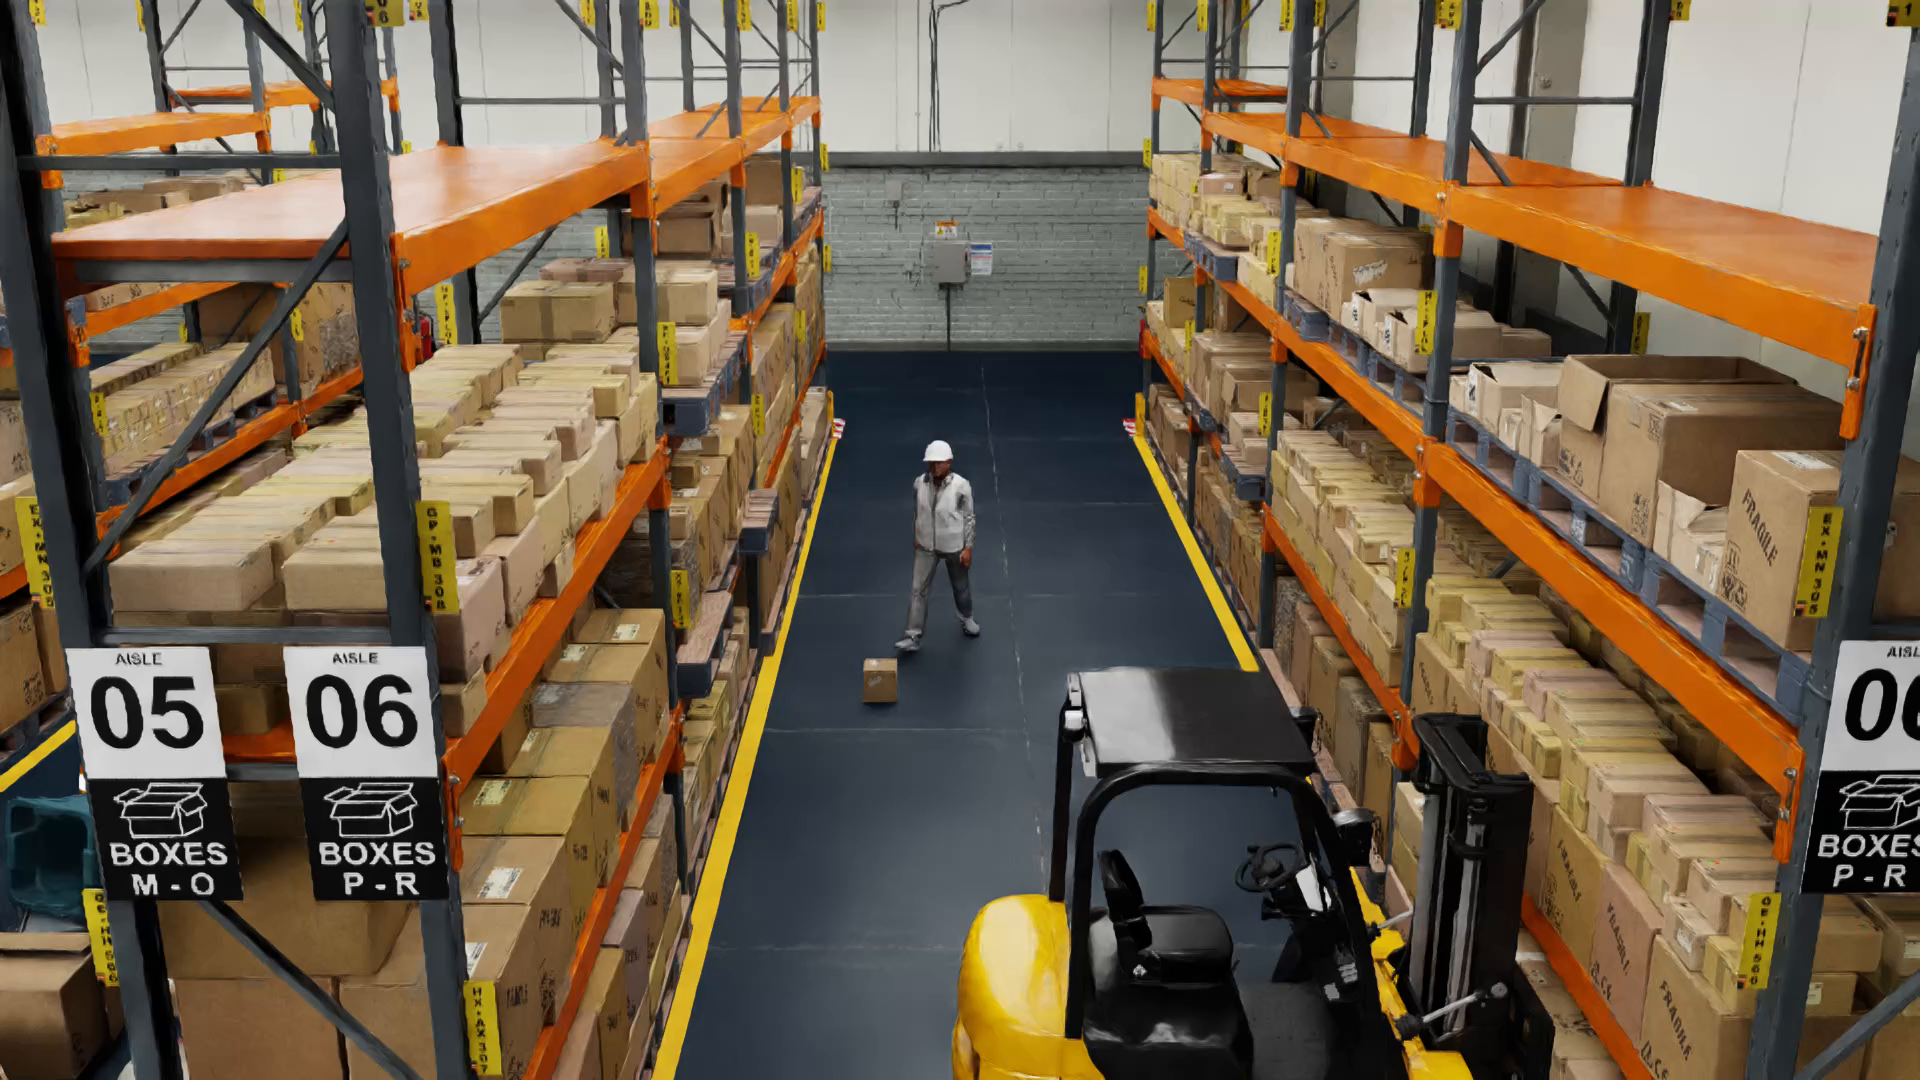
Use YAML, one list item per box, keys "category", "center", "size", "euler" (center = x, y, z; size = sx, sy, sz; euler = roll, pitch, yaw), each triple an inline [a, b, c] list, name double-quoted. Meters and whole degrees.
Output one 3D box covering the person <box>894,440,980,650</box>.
- category: "person"
  center: [-0.154, 0.027, 13.467]
  size: [0.582, 1.735, 0.945]
  euler: [6, 18, 19]
